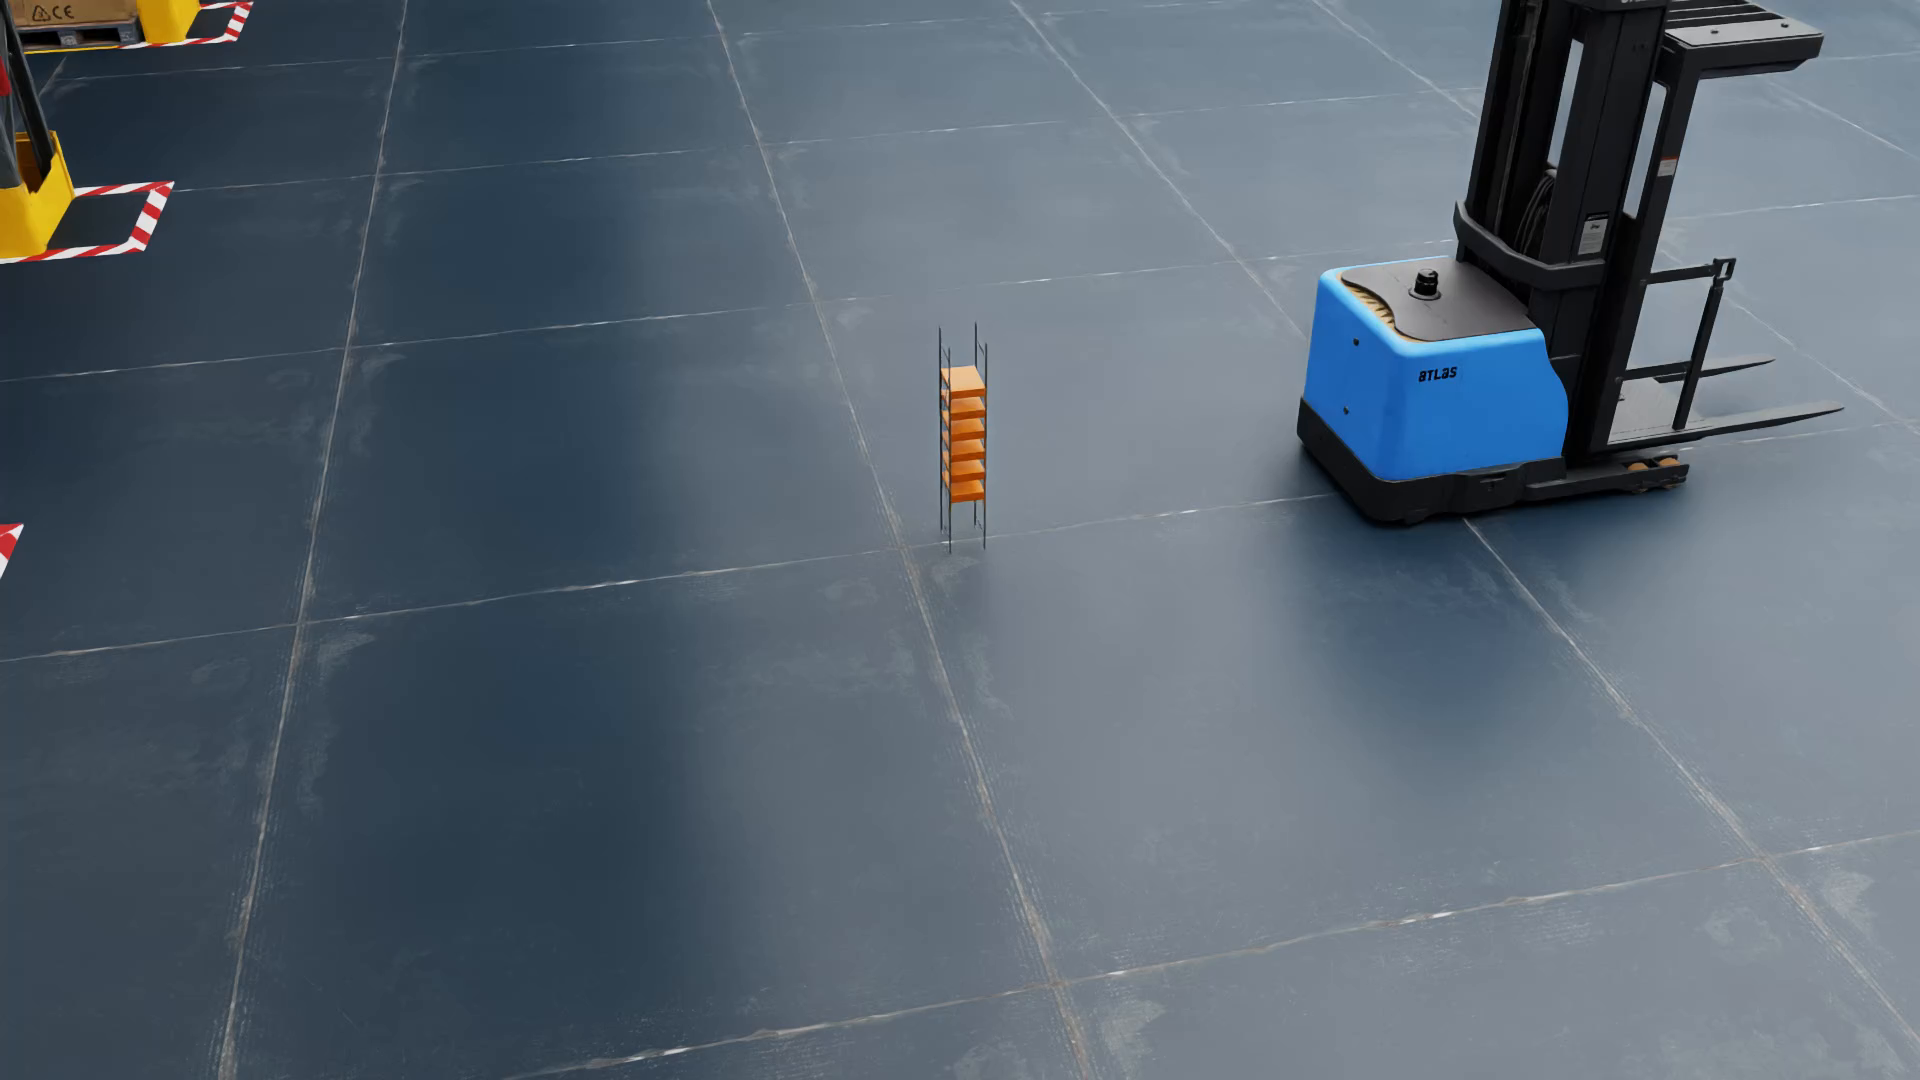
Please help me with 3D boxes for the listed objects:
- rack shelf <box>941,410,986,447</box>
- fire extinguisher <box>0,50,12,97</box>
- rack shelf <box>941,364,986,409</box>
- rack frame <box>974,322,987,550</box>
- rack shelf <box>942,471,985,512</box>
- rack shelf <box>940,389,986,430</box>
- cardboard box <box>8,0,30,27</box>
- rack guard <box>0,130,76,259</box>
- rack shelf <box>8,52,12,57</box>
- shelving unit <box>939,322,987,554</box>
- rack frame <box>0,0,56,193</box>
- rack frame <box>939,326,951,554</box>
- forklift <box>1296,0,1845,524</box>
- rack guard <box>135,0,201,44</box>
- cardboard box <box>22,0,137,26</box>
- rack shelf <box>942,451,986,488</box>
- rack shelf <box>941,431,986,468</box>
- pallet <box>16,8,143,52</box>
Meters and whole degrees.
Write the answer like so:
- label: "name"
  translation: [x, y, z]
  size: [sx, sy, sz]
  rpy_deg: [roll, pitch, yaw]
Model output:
- label: "rack shelf"
  translation: [0.014, -0.563, 8.376]
  size: [0.180, 0.103, 0.258]
  rpy_deg: [-7, 35, -11]
- label: "fire extinguisher"
  translation: [-6.489, -3.295, 11.037]
  size: [0.183, 0.674, 0.296]
  rpy_deg: [-7, 35, -11]
- label: "rack shelf"
  translation: [0.014, -0.762, 8.242]
  size: [0.180, 0.103, 0.258]
  rpy_deg: [-7, 35, -11]
- label: "rack frame"
  translation: [0.103, -0.511, 8.435]
  size: [0.006, 1.200, 0.240]
  rpy_deg: [-7, 35, -11]
- label: "rack shelf"
  translation: [0.014, -0.264, 8.577]
  size: [0.180, 0.103, 0.258]
  rpy_deg: [-7, 35, -11]
- label: "rack shelf"
  translation: [0.014, -0.662, 8.309]
  size: [0.180, 0.103, 0.258]
  rpy_deg: [-7, 35, -11]
- label: "cardboard box"
  translation: [-9.203, -5.335, 15.538]
  size: [0.875, 0.875, 0.875]
  rpy_deg: [-8, 35, -11]
- label: "rack guard"
  translation: [-6.777, -2.516, 12.050]
  size: [0.348, 0.500, 1.175]
  rpy_deg: [-7, 35, -11]
- label: "rack shelf"
  translation: [-8.653, -3.019, 11.202]
  size: [4.000, 0.370, 1.077]
  rpy_deg: [-7, 35, -11]
- label: "shelving unit"
  translation: [0.014, -0.500, 8.418]
  size: [0.189, 1.200, 0.258]
  rpy_deg: [-7, 35, -11]
- label: "rack frame"
  translation: [-6.702, -3.563, 11.368]
  size: [0.127, 3.000, 1.000]
  rpy_deg: [-7, 35, -11]
- label: "rack frame"
  translation: [-0.075, -0.489, 8.402]
  size: [0.006, 1.200, 0.240]
  rpy_deg: [-7, 35, -11]
- label: "forklift"
  translation: [3.503, -1.748, 8.725]
  size: [3.031, 2.935, 1.130]
  rpy_deg: [-9, 35, -13]
- label: "rack guard"
  translation: [-7.675, -5.236, 16.104]
  size: [0.348, 0.500, 1.175]
  rpy_deg: [-7, 35, -11]
- label: "cardboard box"
  translation: [-8.345, -5.444, 15.701]
  size: [0.875, 0.875, 0.875]
  rpy_deg: [-7, 34, -10]
- label: "rack shelf"
  translation: [0.014, -0.363, 8.510]
  size: [0.180, 0.103, 0.258]
  rpy_deg: [-7, 35, -11]
- label: "rack shelf"
  translation: [0.014, -0.463, 8.443]
  size: [0.180, 0.103, 0.258]
  rpy_deg: [-7, 35, -11]
- label: "pallet"
  translation: [-8.461, -4.973, 15.971]
  size: [1.213, 0.211, 1.003]
  rpy_deg: [-7, 35, -11]
